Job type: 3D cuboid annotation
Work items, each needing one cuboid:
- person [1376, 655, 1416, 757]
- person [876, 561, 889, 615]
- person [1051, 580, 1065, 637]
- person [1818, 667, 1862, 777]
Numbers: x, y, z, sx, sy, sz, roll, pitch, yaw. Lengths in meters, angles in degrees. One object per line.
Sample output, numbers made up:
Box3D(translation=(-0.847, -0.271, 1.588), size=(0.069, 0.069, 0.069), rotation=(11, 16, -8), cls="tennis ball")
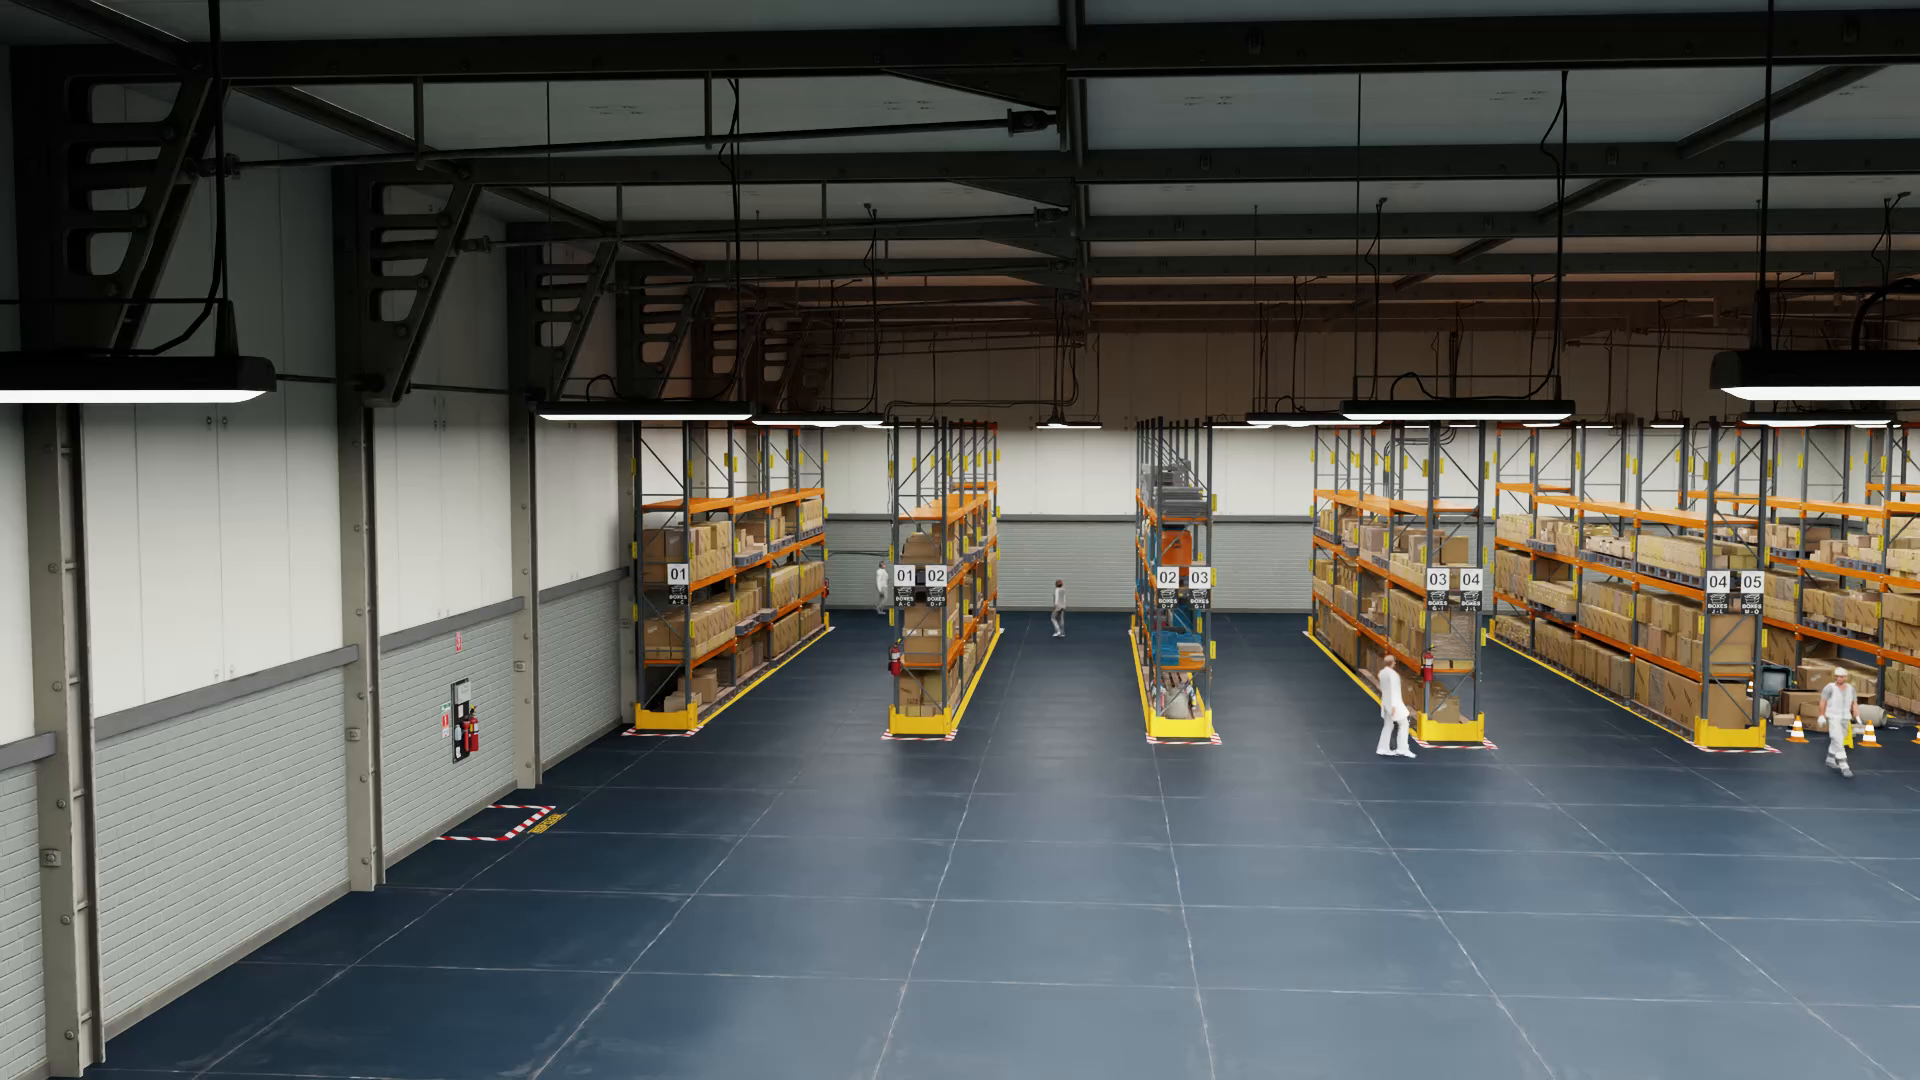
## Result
Box3D(translation=(7.678, 2.930, 29.360), size=(0.649, 1.807, 0.606), rotation=(-1, 4, -16), cls="person")
Box3D(translation=(-2.408, 1.486, 51.922), size=(0.391, 1.689, 0.503), rotation=(1, 4, 8), cls="person")
Box3D(translation=(2.771, 1.906, 46.348), size=(0.373, 1.612, 0.445), rotation=(3, 5, 43), cls="person")
Box3D(translation=(14.734, 3.008, 27.801), size=(0.561, 1.761, 0.885), rotation=(0, 4, -4), cls="person")
